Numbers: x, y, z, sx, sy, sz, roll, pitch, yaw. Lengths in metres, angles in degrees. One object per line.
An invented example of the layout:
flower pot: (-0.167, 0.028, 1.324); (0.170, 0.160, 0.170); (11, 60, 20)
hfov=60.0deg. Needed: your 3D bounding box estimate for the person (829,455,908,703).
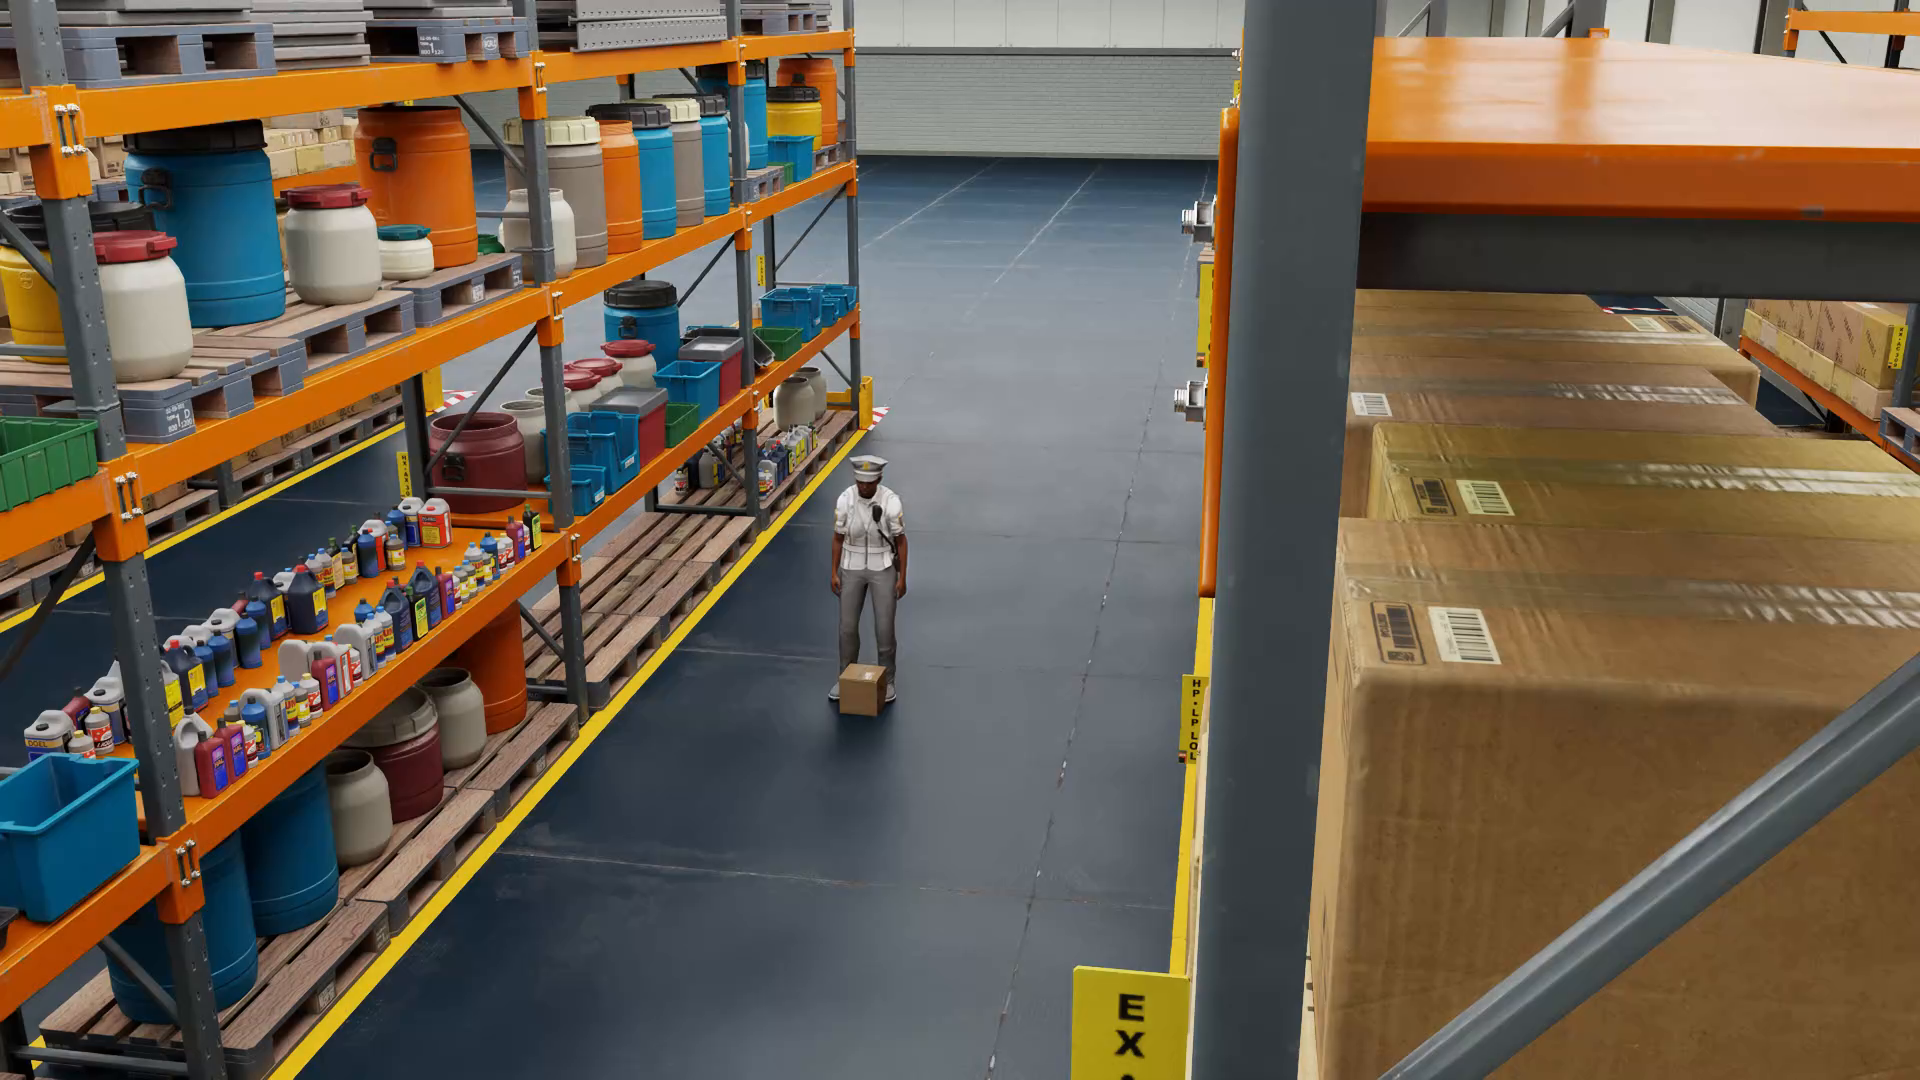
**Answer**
person: (-0.601, 0.236, 10.832); (0.518, 1.658, 0.399); (3, 18, 8)
